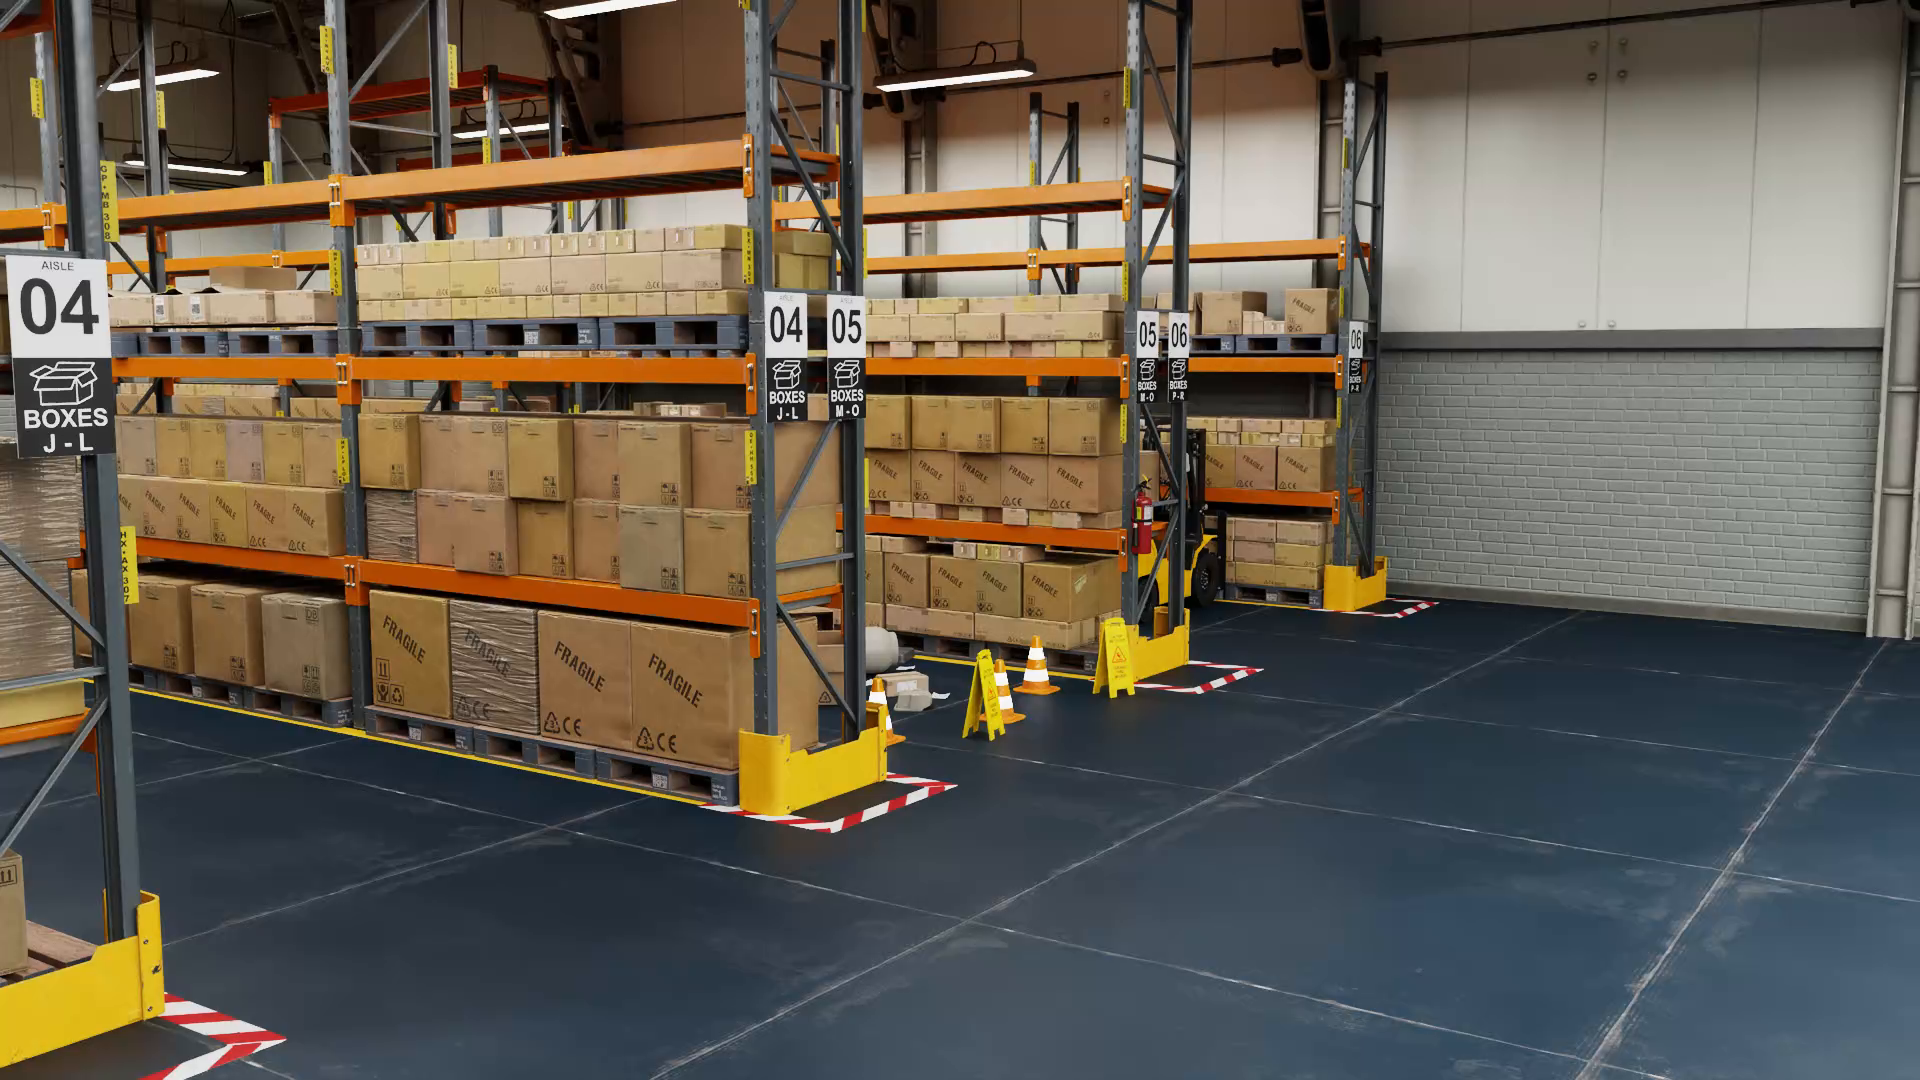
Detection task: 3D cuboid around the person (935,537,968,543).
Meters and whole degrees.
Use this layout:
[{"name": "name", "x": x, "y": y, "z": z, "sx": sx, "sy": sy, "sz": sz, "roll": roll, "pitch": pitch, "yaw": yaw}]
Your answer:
[{"name": "person", "x": 0.010, "y": -0.092, "z": 18.287, "sx": 0.640, "sy": 1.780, "sz": 0.575, "roll": 4, "pitch": 8, "yaw": 34}]
